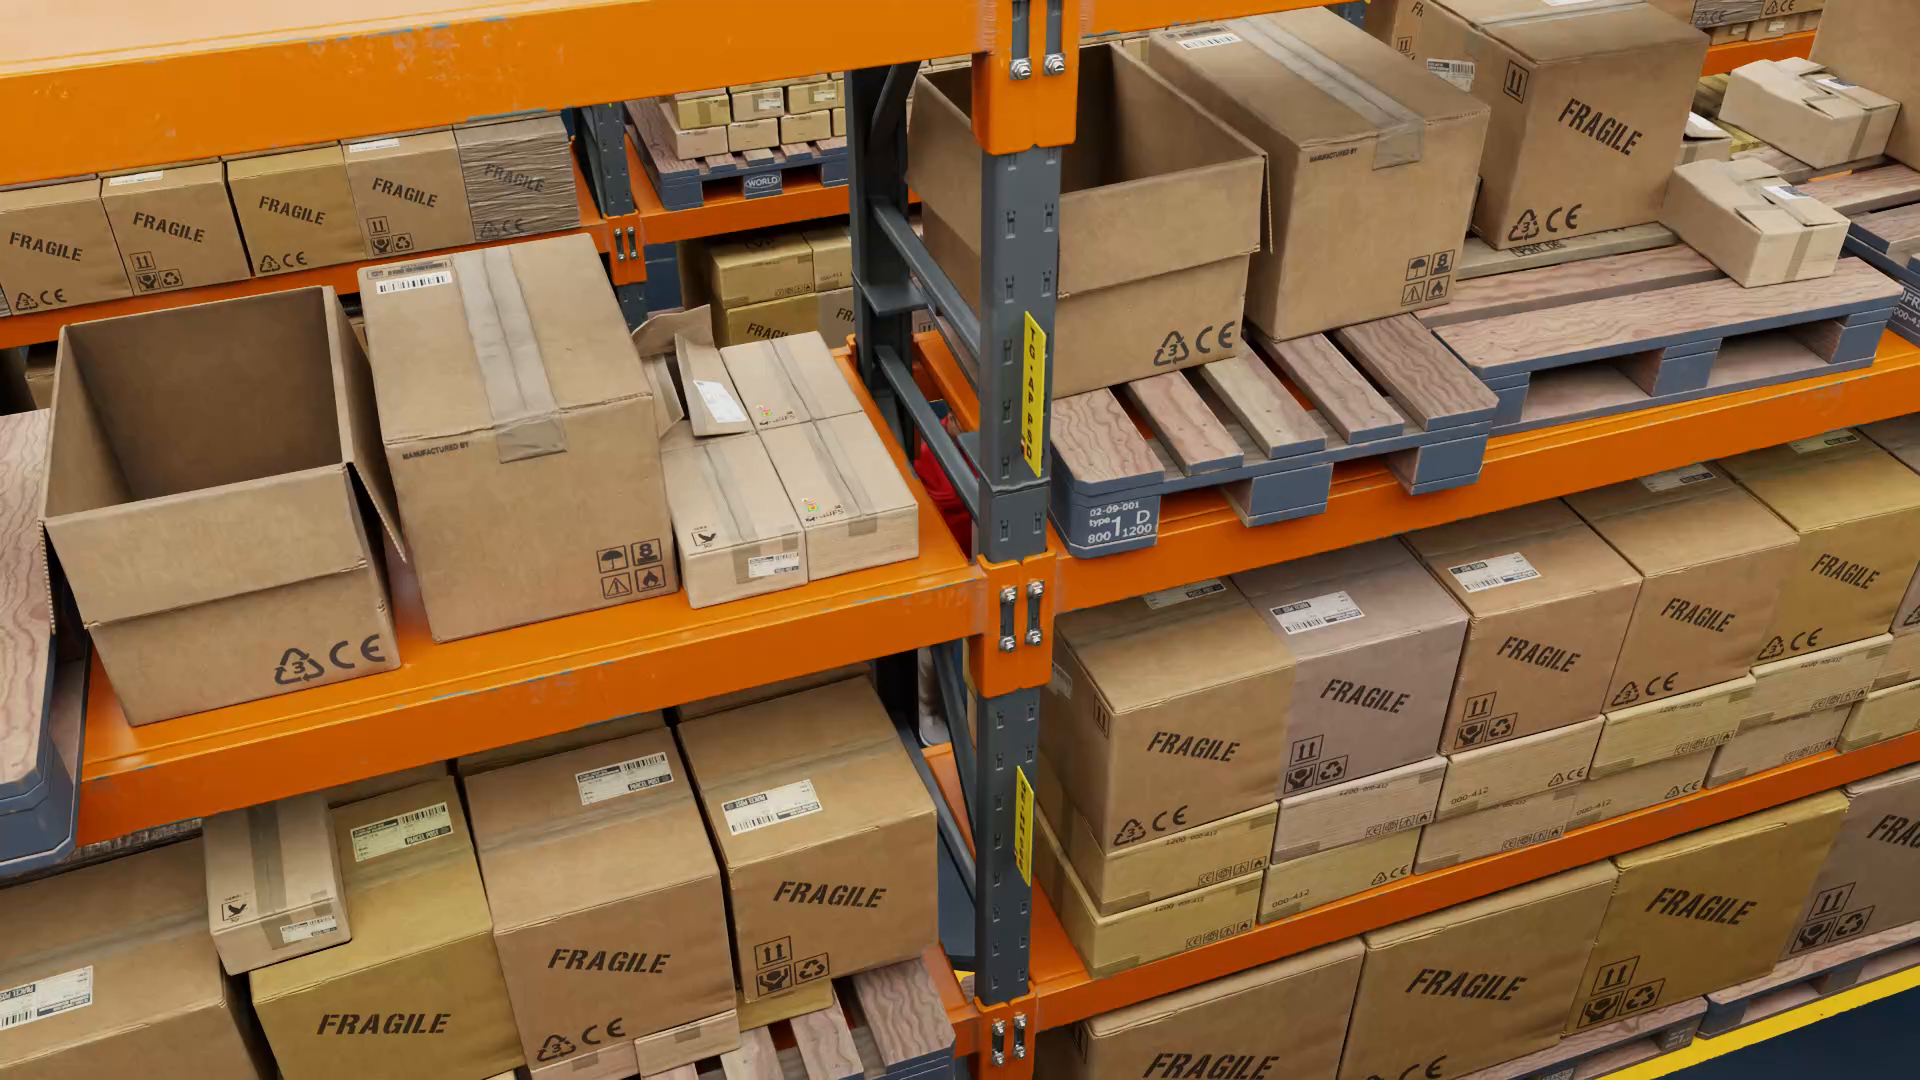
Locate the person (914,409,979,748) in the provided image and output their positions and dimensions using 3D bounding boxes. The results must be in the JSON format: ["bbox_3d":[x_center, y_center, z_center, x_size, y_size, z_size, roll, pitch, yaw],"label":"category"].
[{"bbox_3d":[0.030,0.096,6.694,0.538,1.712,0.361,-12,39,-15],"label":"person"}]
